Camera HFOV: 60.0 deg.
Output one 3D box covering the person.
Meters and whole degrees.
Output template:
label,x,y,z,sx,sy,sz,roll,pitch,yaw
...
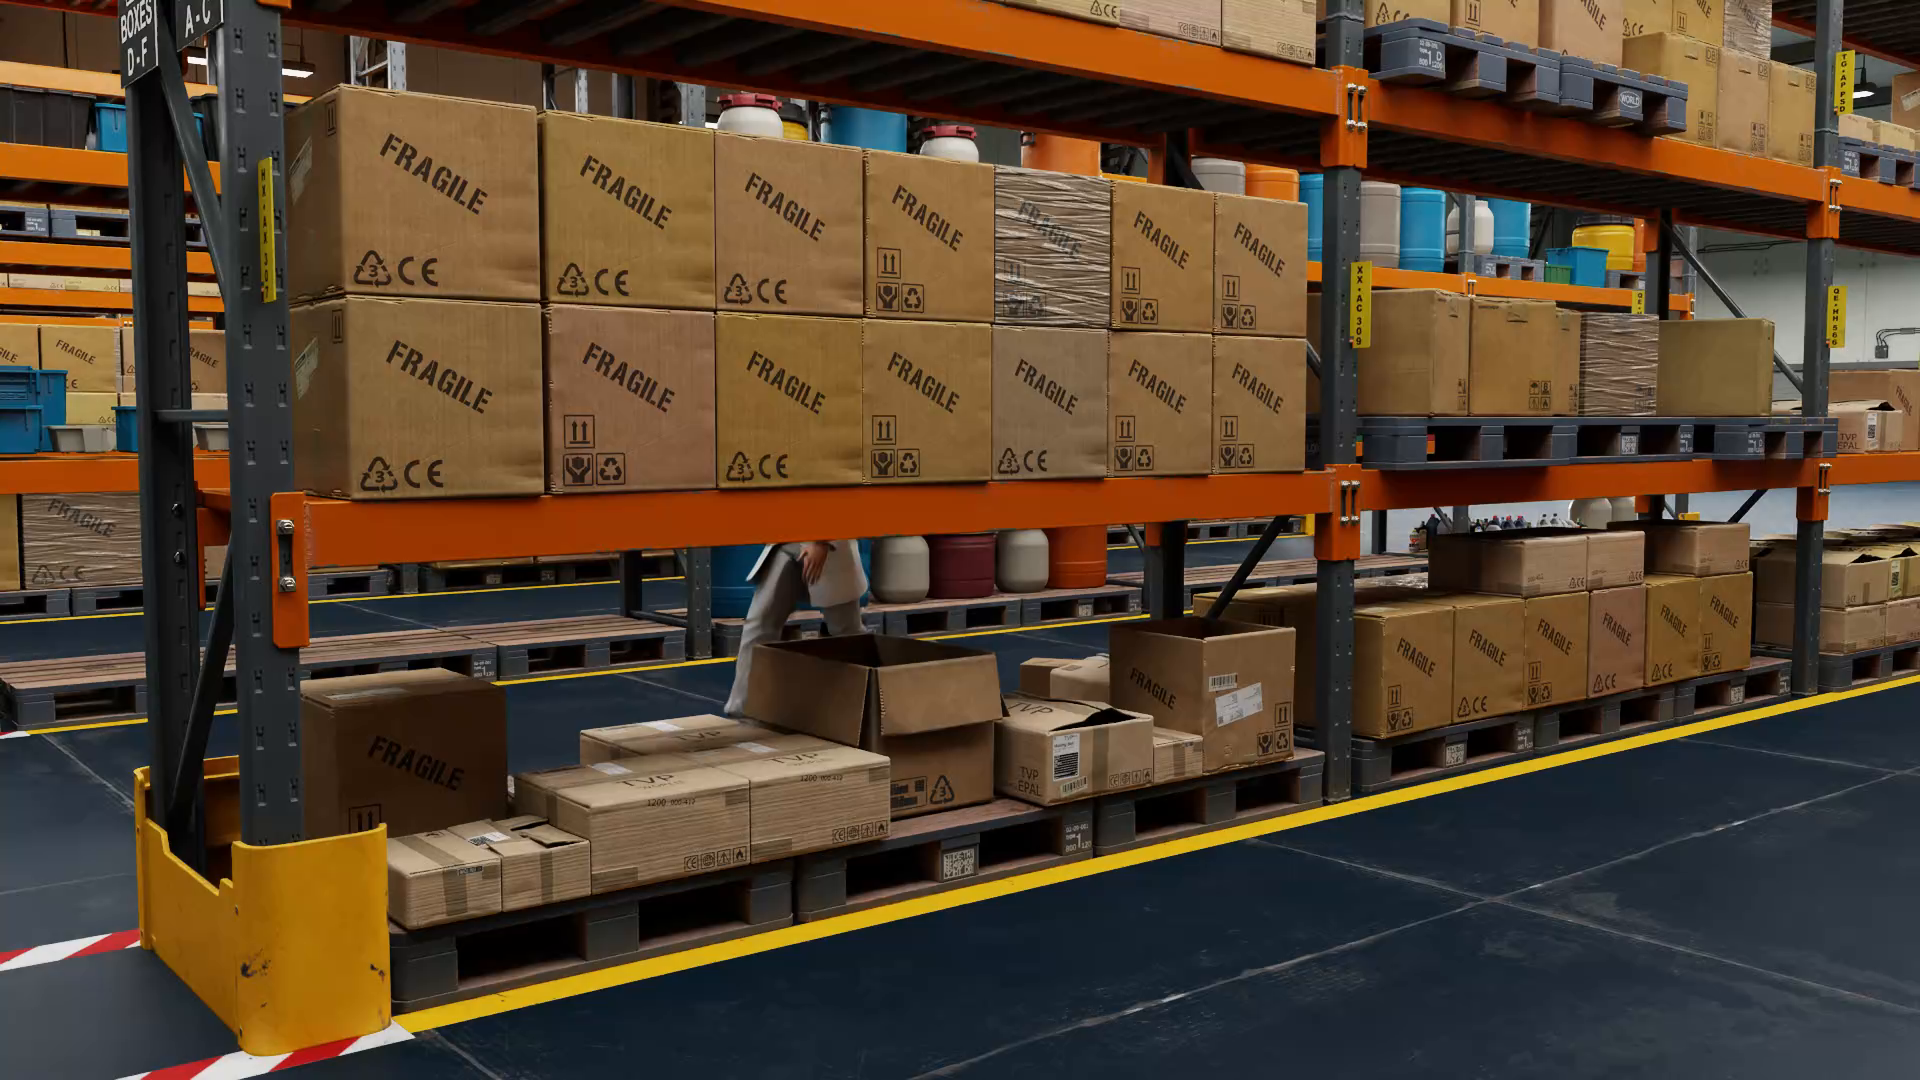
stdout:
label,x,y,z,sx,sy,sz,roll,pitch,yaw
person,-0.731,0.056,7.615,0.621,1.779,0.941,4,5,41
